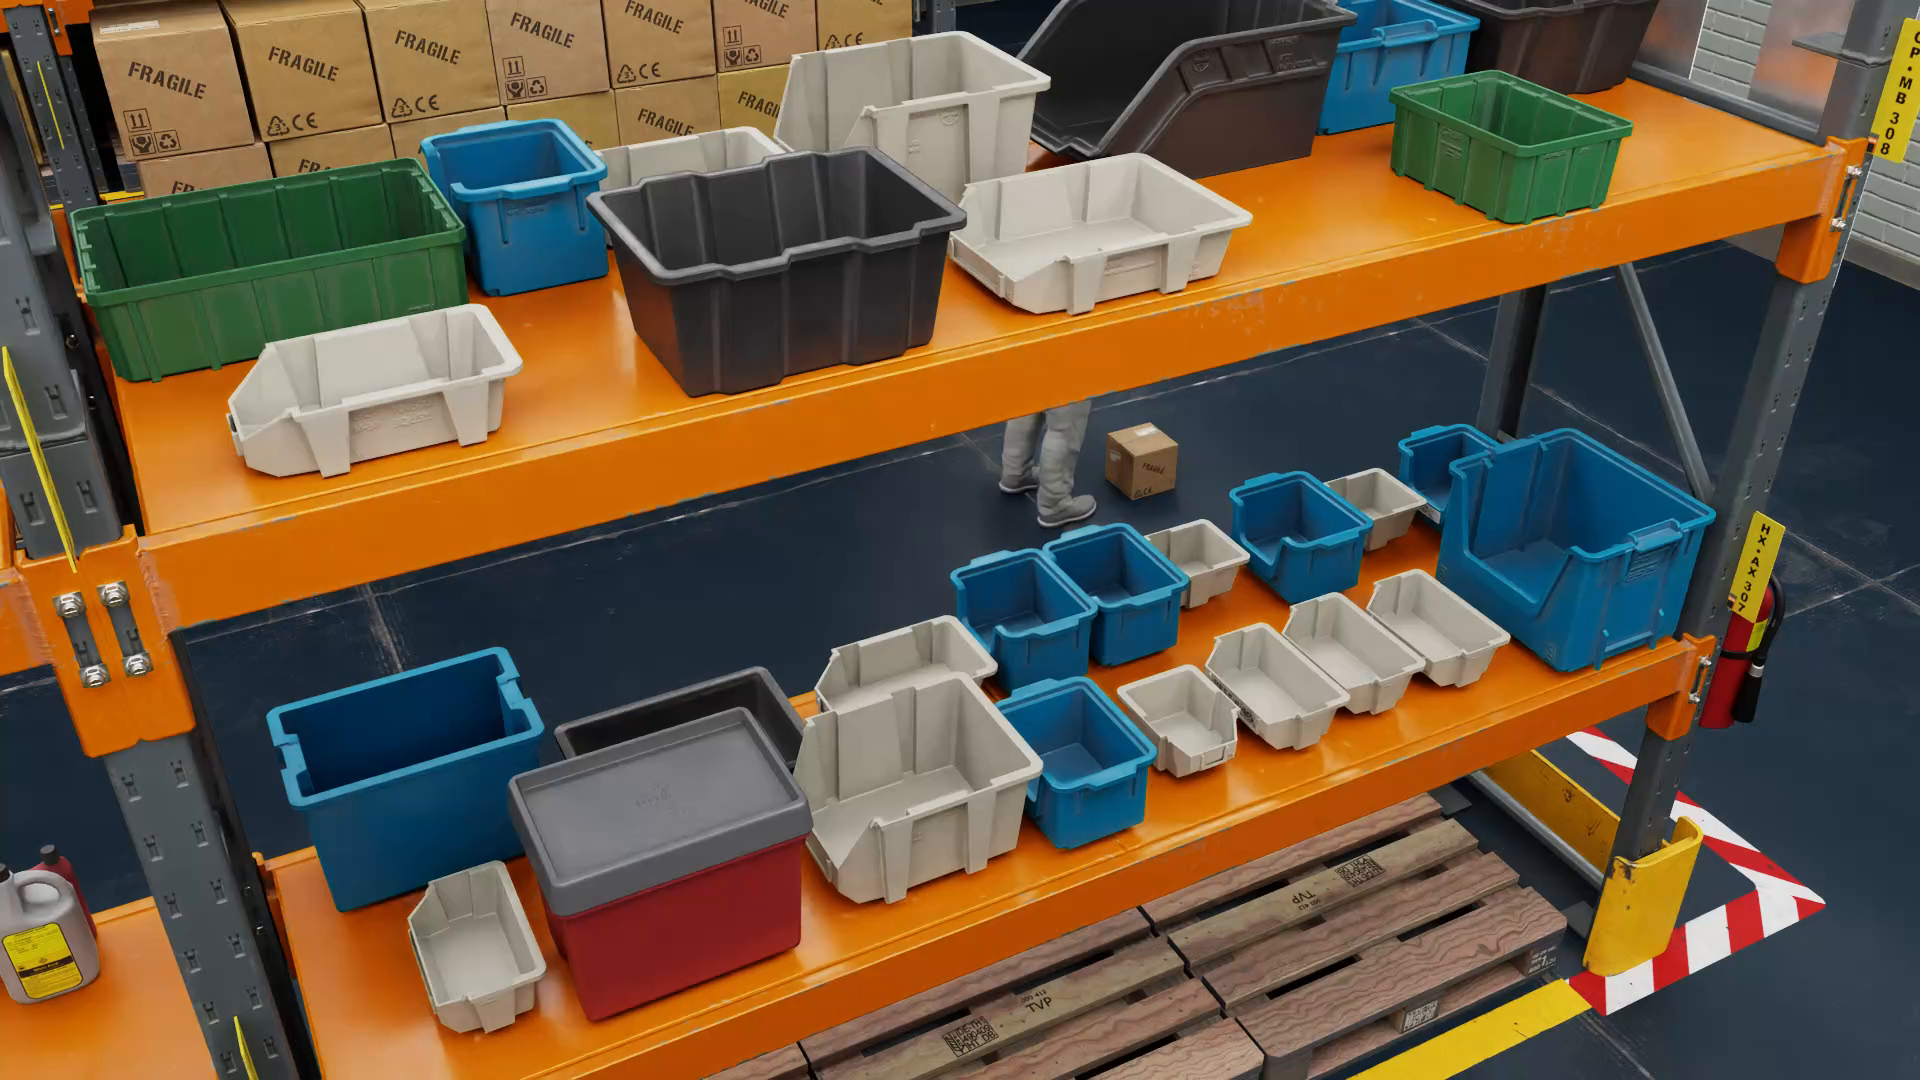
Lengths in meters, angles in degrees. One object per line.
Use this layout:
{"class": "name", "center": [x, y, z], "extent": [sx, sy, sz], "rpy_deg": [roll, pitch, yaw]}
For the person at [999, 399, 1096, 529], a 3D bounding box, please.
{"class": "person", "center": [0.448, -0.906, 7.519], "extent": [0.370, 1.772, 0.596], "rpy_deg": [-15, 36, -22]}
